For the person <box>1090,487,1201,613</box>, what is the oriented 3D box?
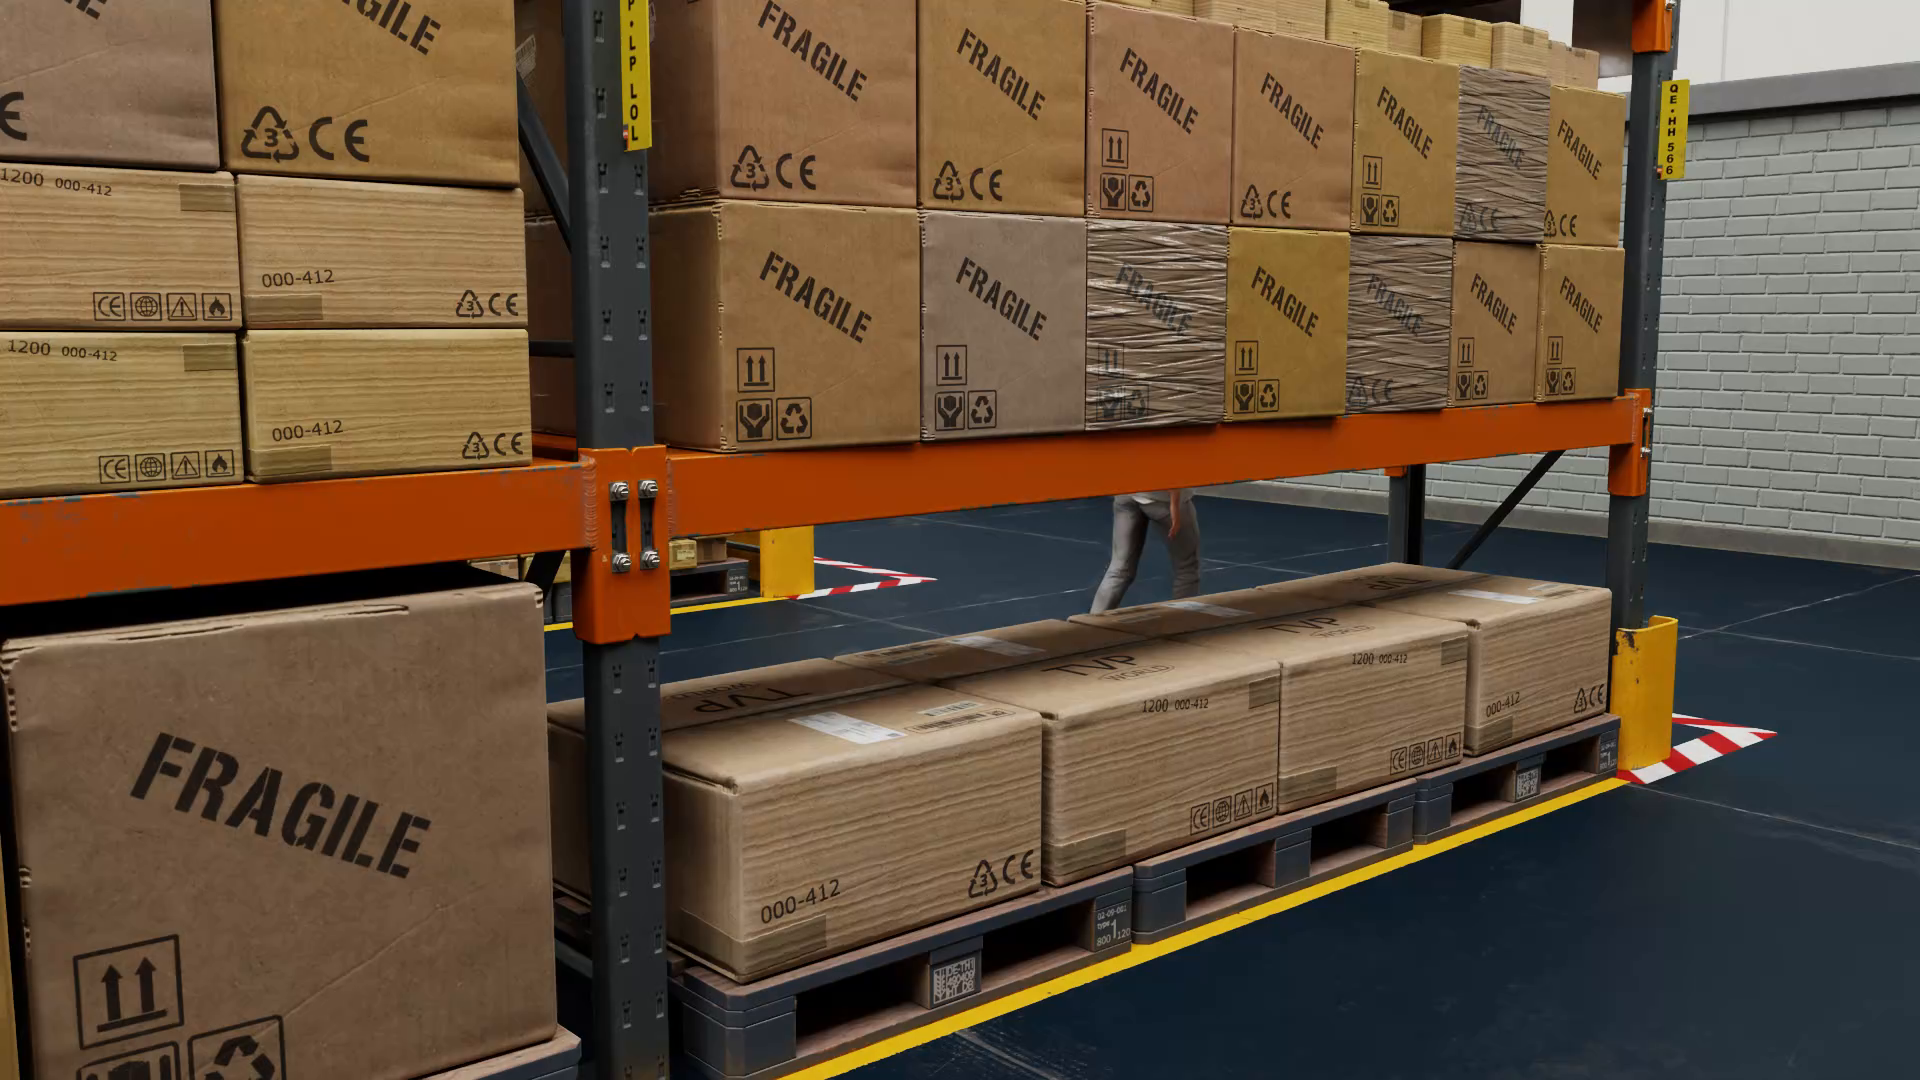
[{"bbox_3d":[0.881,-0.201,7.268,0.913,1.539,0.457,-7,10,-42],"label":"person"}]
